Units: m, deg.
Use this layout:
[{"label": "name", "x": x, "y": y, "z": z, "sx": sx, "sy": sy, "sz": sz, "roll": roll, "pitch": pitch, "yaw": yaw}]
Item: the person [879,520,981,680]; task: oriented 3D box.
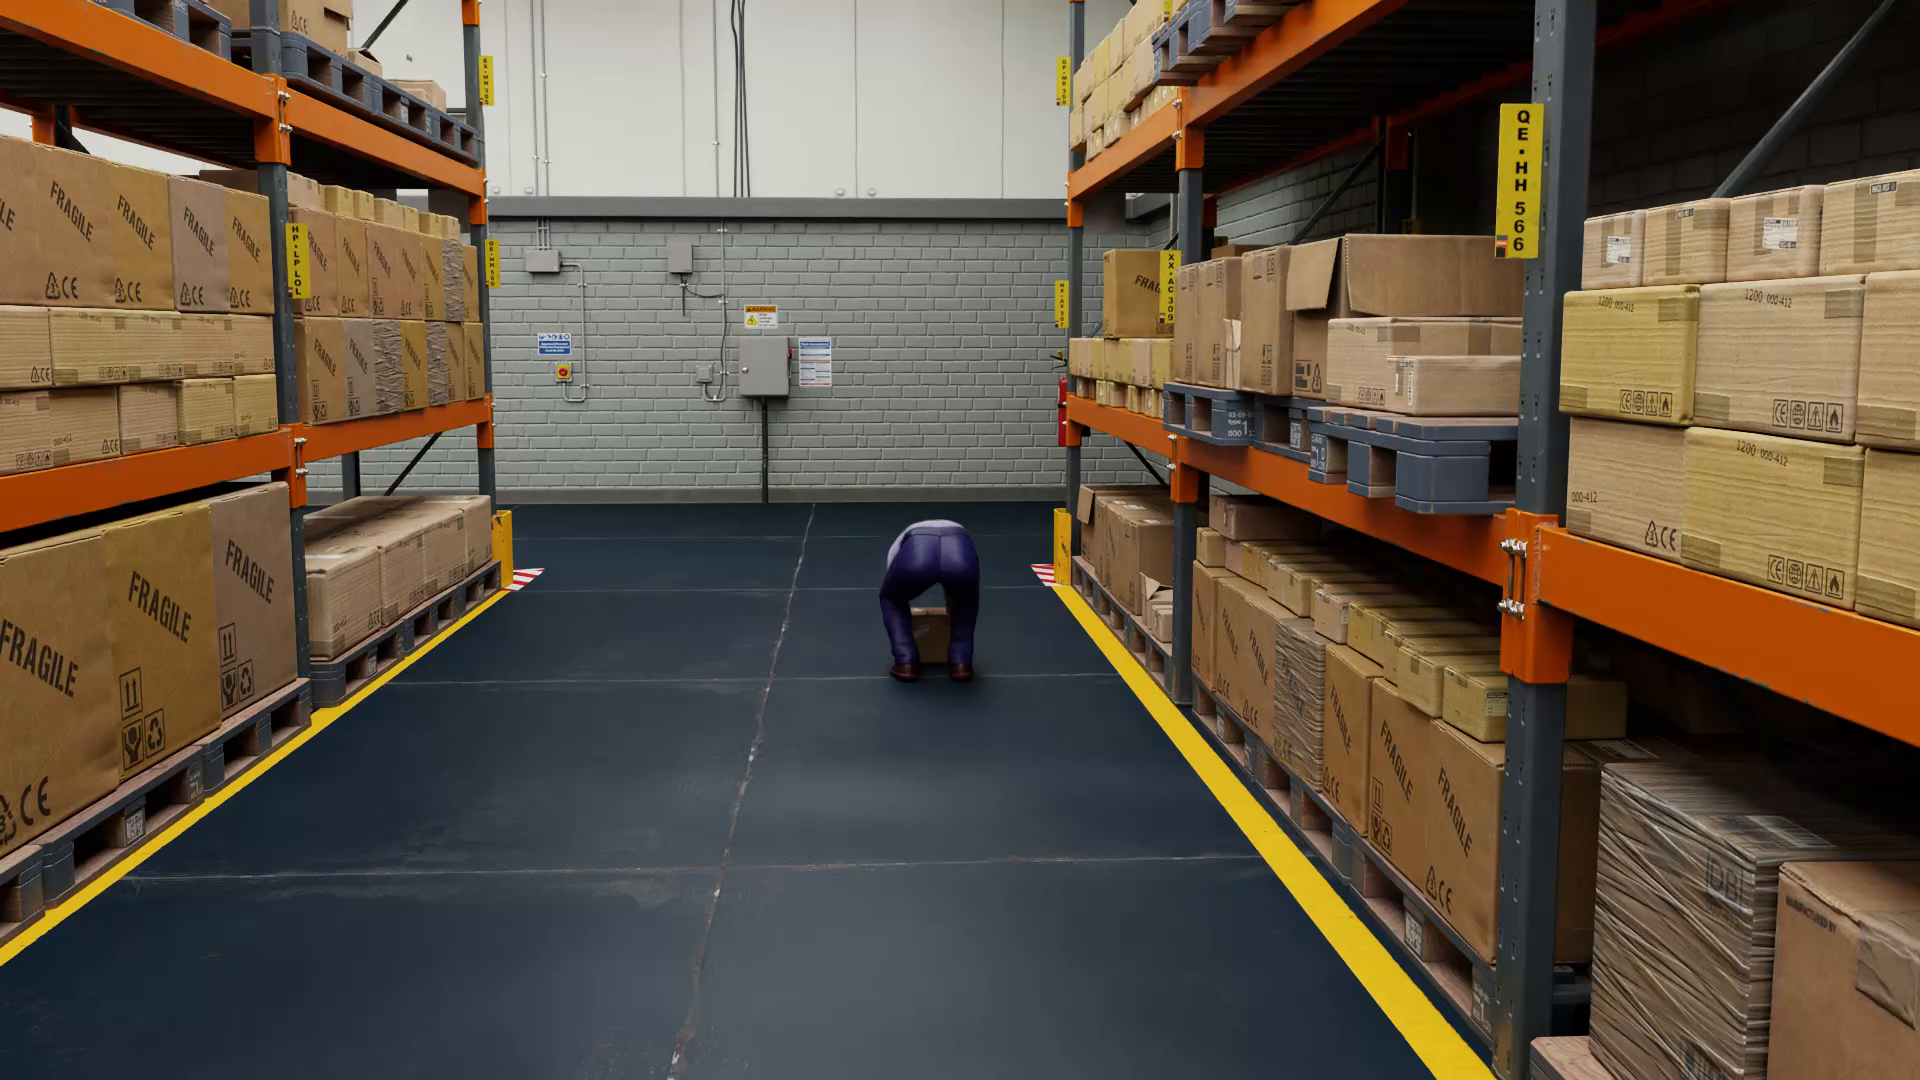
[{"label": "person", "x": -0.149, "y": 0.280, "z": 8.561, "sx": 0.502, "sy": 0.807, "sz": 0.837, "roll": -1, "pitch": 7, "yaw": -6}]
